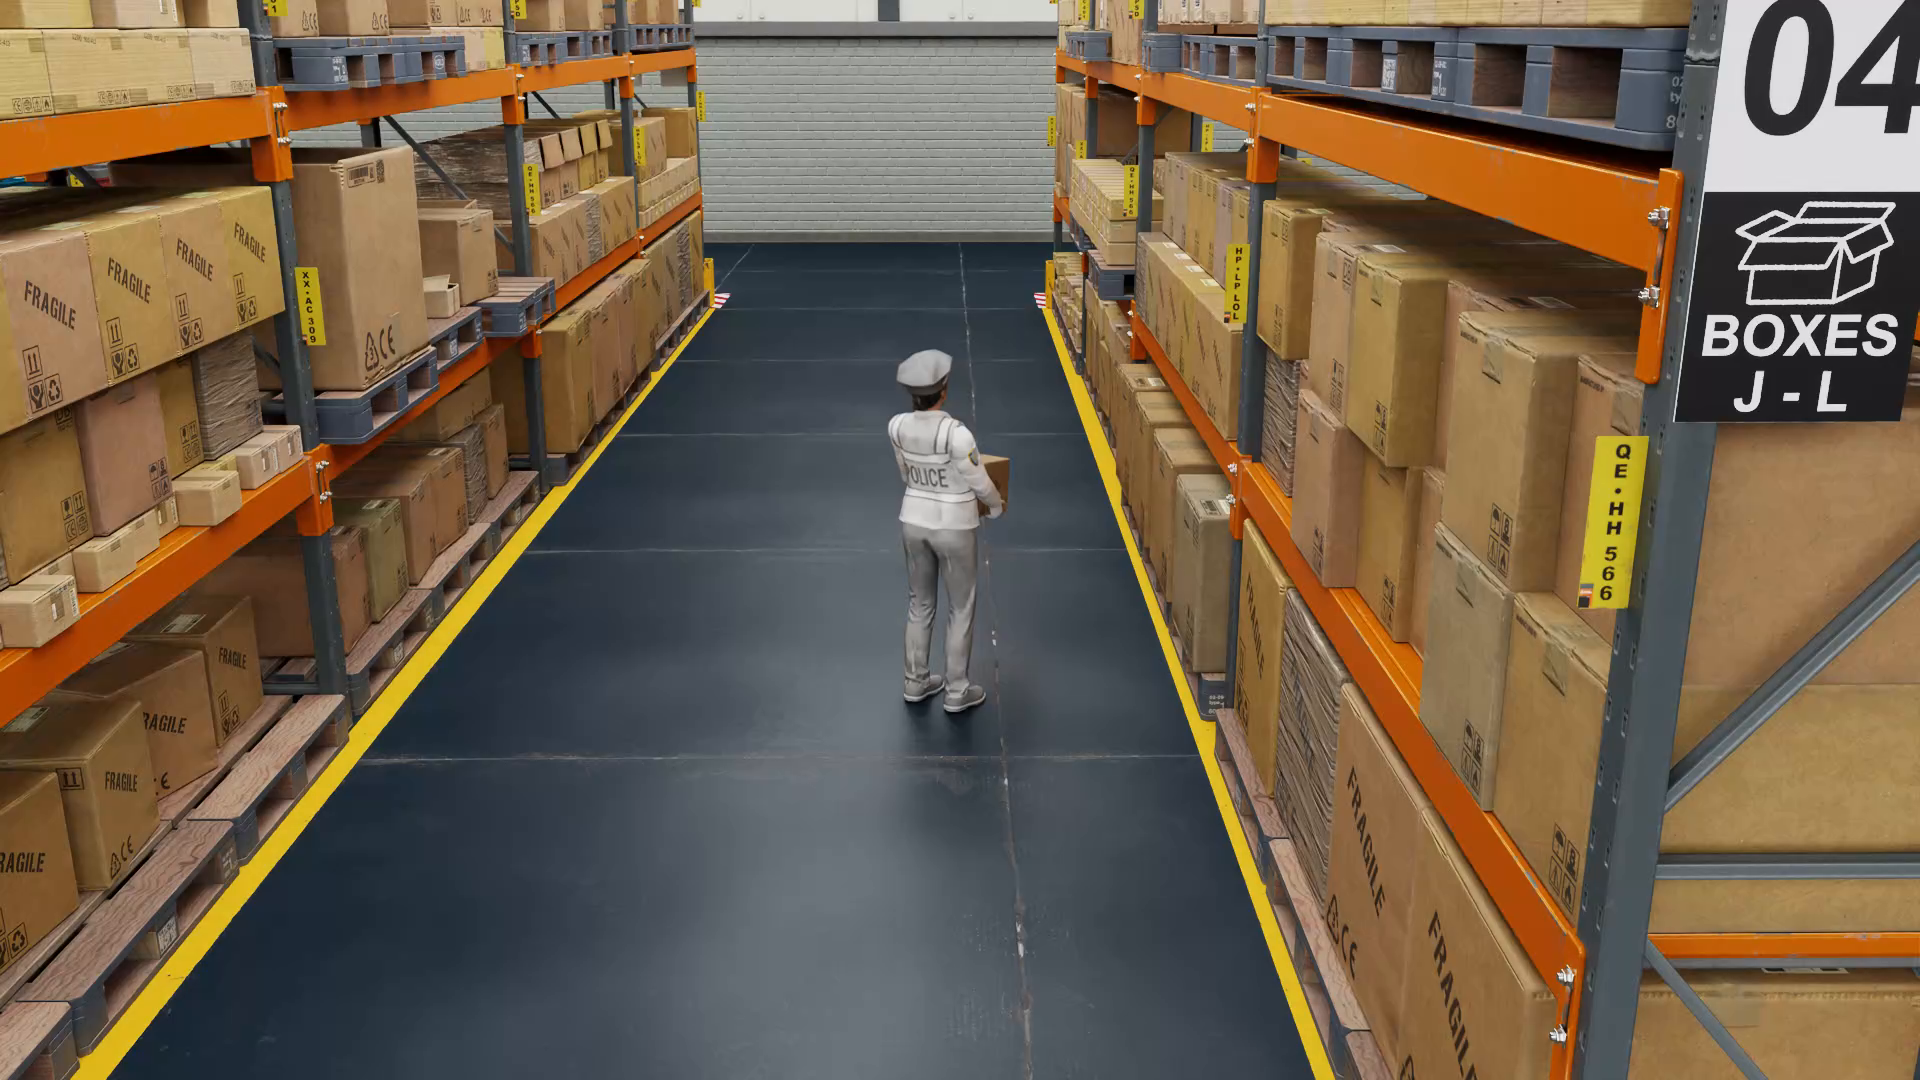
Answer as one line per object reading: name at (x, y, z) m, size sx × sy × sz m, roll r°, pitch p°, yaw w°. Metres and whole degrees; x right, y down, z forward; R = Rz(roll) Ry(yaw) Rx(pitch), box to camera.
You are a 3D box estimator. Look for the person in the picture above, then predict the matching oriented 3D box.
person at (-0.054, -0.057, 7.690) m, size 0.459 × 1.686 × 0.562 m, roll 11°, pitch 20°, yaw 32°
